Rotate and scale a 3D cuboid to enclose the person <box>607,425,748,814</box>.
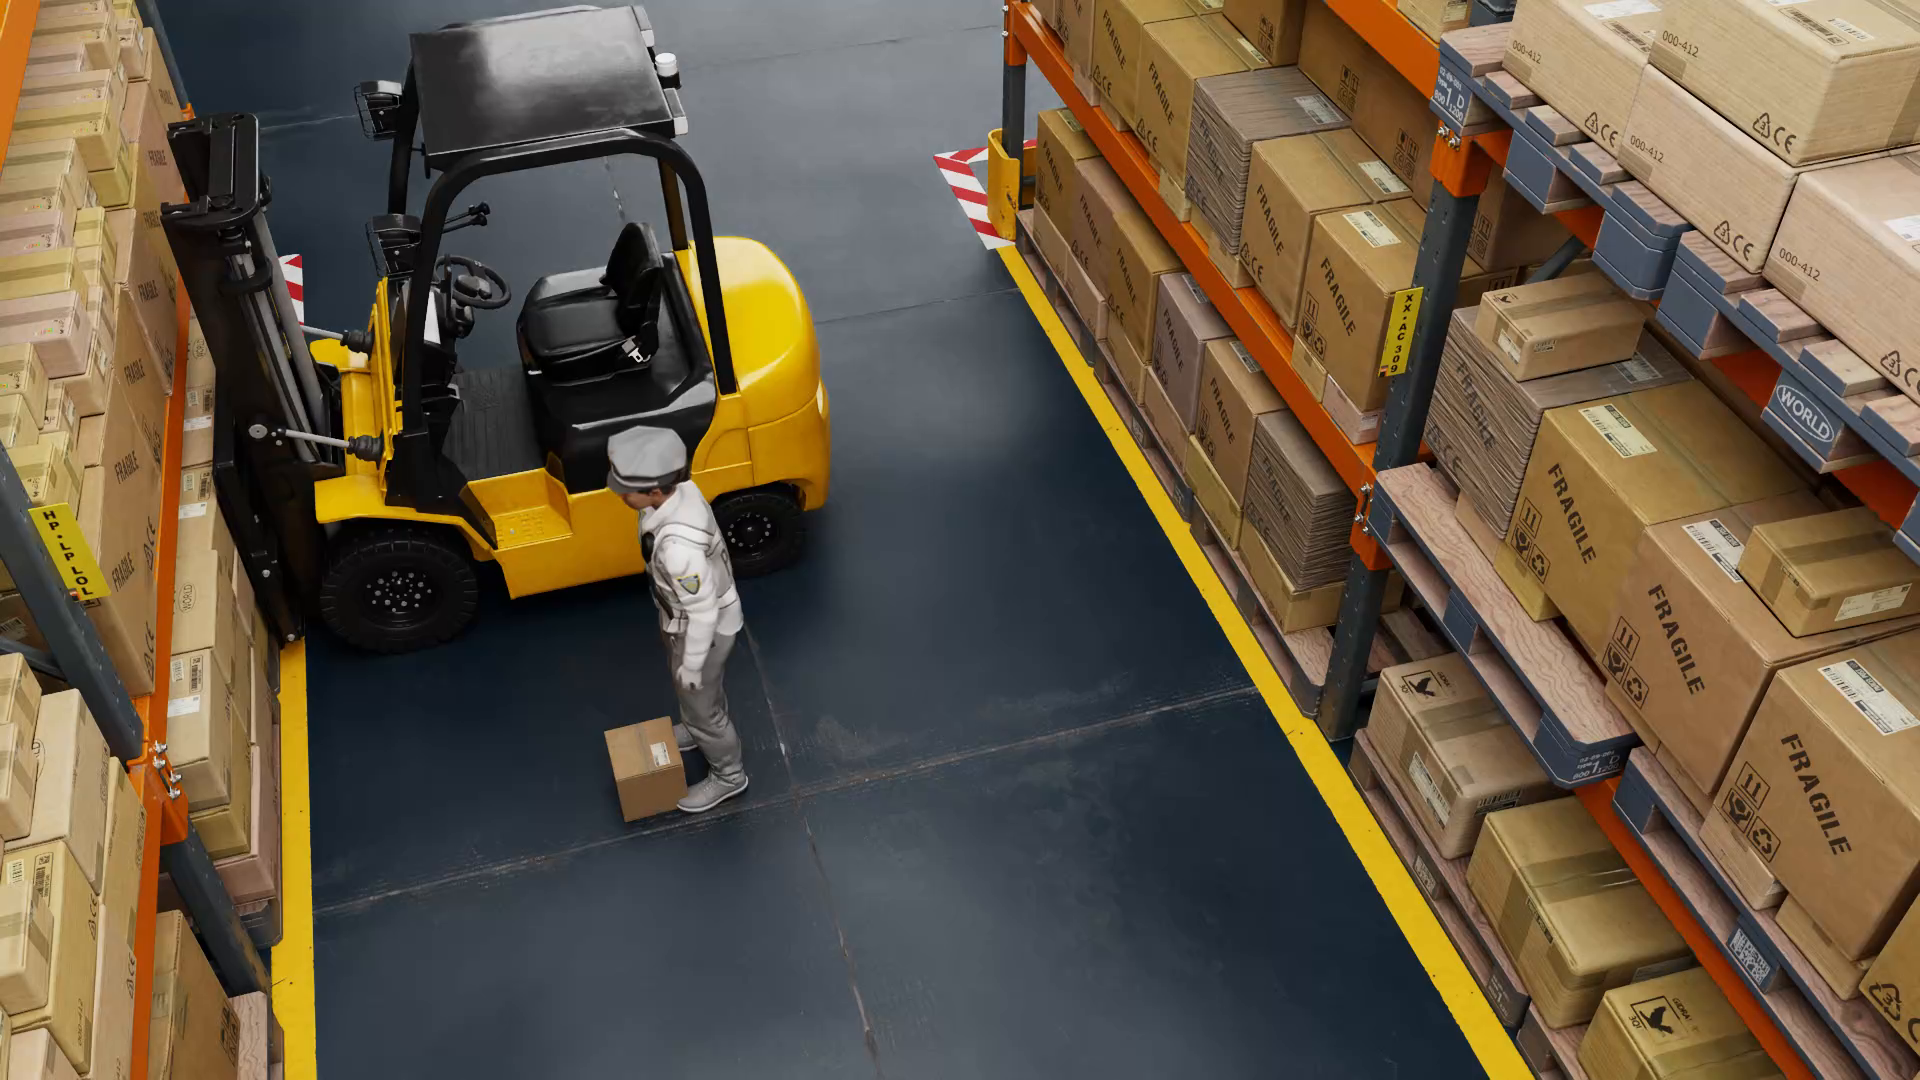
[{"bbox_3d":[-0.955,0.287,5.845,0.374,1.663,0.528,-12,44,-13],"label":"person"}]
